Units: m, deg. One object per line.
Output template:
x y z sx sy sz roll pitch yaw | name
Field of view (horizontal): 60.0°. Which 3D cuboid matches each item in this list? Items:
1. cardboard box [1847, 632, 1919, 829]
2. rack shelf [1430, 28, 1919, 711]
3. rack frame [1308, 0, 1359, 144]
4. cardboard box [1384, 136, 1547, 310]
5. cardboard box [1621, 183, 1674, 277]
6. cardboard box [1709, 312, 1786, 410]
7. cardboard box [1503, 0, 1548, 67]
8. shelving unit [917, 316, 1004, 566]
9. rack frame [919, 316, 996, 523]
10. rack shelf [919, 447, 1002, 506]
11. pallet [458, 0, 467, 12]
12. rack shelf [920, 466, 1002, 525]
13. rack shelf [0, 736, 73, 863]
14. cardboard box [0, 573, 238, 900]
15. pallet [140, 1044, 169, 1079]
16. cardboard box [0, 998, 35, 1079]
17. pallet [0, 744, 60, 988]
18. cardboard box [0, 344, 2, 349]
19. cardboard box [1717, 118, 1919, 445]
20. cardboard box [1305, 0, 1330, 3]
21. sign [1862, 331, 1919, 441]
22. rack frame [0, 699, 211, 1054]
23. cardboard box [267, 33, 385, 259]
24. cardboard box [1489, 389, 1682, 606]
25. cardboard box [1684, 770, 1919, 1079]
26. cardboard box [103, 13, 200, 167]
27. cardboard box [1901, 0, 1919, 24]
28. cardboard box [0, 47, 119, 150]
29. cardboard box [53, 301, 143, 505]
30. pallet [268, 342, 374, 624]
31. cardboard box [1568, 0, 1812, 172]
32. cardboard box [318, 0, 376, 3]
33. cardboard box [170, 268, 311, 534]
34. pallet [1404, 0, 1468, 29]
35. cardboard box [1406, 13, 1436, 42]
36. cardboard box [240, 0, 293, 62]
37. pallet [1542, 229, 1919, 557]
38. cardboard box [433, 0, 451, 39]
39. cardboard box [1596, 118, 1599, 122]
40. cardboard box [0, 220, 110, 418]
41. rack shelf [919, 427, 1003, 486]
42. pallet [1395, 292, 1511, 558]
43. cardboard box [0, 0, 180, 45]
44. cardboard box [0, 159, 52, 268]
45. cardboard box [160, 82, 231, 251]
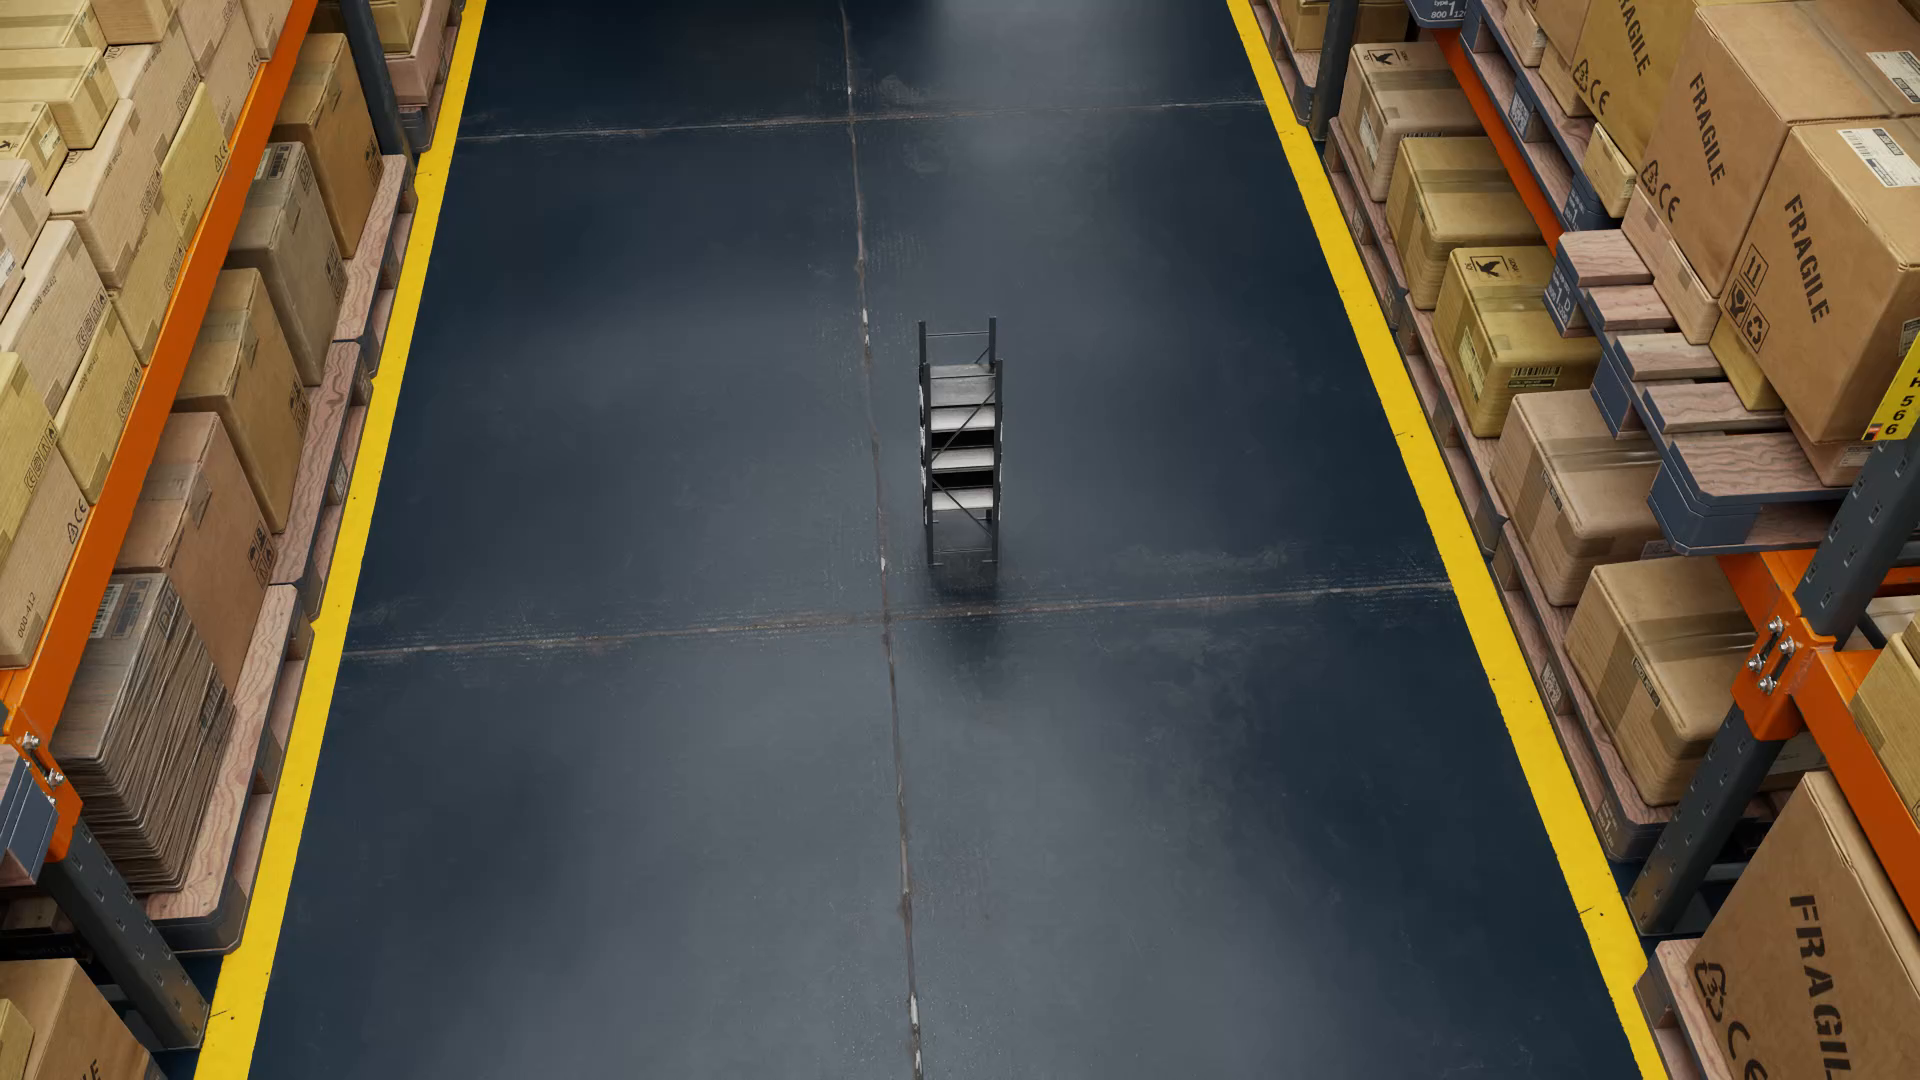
2.199 0.437 3.373 0.500 0.250 0.500 -4 47 -4 | cardboard box
2.241 -1.184 5.300 1.077 0.370 4.000 -3 47 -3 | rack shelf
2.074 -2.878 6.410 1.000 3.000 0.127 -3 47 -3 | rack frame
2.184 -1.220 6.360 0.950 0.372 0.625 -1 47 -1 | cardboard box
1.973 -0.817 4.341 0.380 0.149 0.250 -5 47 -5 | cardboard box
2.052 -0.454 3.998 0.380 0.149 0.250 -3 47 -3 | cardboard box
1.886 -1.572 5.057 0.380 0.149 0.250 -2 47 -2 | cardboard box
0.001 -0.304 5.418 0.258 0.900 0.210 -3 47 -3 | shelving unit
-0.008 -0.377 5.487 0.240 0.900 0.006 -3 47 -3 | rack frame
0.001 -0.219 5.507 0.258 0.077 0.200 -3 47 -3 | rack shelf
-3.002 -3.077 8.519 1.003 0.211 1.213 -3 47 -3 | pallet
0.001 -0.157 5.573 0.258 0.077 0.200 -3 47 -3 | rack shelf
-2.370 2.015 2.271 1.077 0.370 4.000 -3 47 -3 | rack shelf
-2.576 0.541 4.518 0.875 0.625 0.625 -2 47 -2 | cardboard box
-2.513 1.822 3.879 1.003 0.211 1.213 -3 47 -3 | pallet
-2.244 1.154 3.576 0.380 0.149 0.250 -6 47 -5 | cardboard box
-2.411 0.873 2.990 1.213 0.211 1.003 -3 47 -3 | pallet
-2.294 -0.379 3.527 0.380 0.149 0.250 -3 47 -2 | cardboard box
2.093 -0.577 3.668 0.500 0.500 0.500 -5 47 -4 | cardboard box
1.757 -2.746 7.373 0.500 0.500 0.500 -4 47 -4 | cardboard box
1.869 -0.315 3.239 0.100 0.325 0.005 -3 47 -3 | sign
-2.537 0.320 3.381 1.000 3.000 0.127 -3 47 -3 | rack frame
-2.817 -1.525 6.474 0.875 0.625 0.625 -2 47 -2 | cardboard box
2.301 -0.168 5.363 0.950 0.372 0.625 -4 47 -4 | cardboard box
2.384 1.107 3.810 0.875 0.875 0.875 -4 47 -4 | cardboard box
-2.466 -1.246 4.623 0.500 0.250 0.500 -3 47 -3 | cardboard box
2.551 -0.981 4.050 0.500 0.500 0.500 -1 47 -1 | cardboard box
-2.389 -1.119 4.228 0.380 0.149 0.250 -3 47 -2 | cardboard box
-2.368 -0.328 4.098 0.500 0.250 0.500 -4 47 -4 | cardboard box
-2.666 -0.199 5.793 1.003 0.211 1.213 -3 47 -3 | pallet
1.996 -1.315 4.367 0.500 0.500 0.500 -6 47 -6 | cardboard box
-2.600 -2.485 6.954 0.500 0.250 0.500 -4 47 -4 | cardboard box
-2.695 -0.419 5.427 0.875 0.625 0.625 -5 47 -5 | cardboard box
1.993 -2.250 5.947 1.003 0.211 1.213 -3 47 -3 | pallet
2.293 -2.520 7.675 0.500 0.250 0.500 -5 47 -5 | cardboard box
-2.522 -1.810 5.501 0.500 0.250 0.500 -4 47 -4 | cardboard box
2.243 -0.427 4.221 1.213 0.211 1.003 -3 47 -3 | pallet
-2.641 -2.509 7.665 0.500 0.250 0.500 -4 47 -4 | cardboard box
2.041 -1.204 4.708 0.380 0.149 0.250 -3 47 -3 | cardboard box
-2.372 -0.498 3.915 0.500 0.250 0.500 -2 47 -2 | cardboard box
0.001 -0.281 5.442 0.258 0.077 0.200 -3 47 -3 | rack shelf
2.246 -0.471 6.051 1.003 0.211 1.213 -3 47 -3 | pallet
-2.387 -1.488 4.577 0.380 0.149 0.250 -5 47 -4 | cardboard box
-2.376 -0.751 3.880 0.380 0.149 0.250 -3 47 -3 | cardboard box
-2.460 -1.076 4.806 0.500 0.250 0.500 -2 47 -2 | cardboard box
